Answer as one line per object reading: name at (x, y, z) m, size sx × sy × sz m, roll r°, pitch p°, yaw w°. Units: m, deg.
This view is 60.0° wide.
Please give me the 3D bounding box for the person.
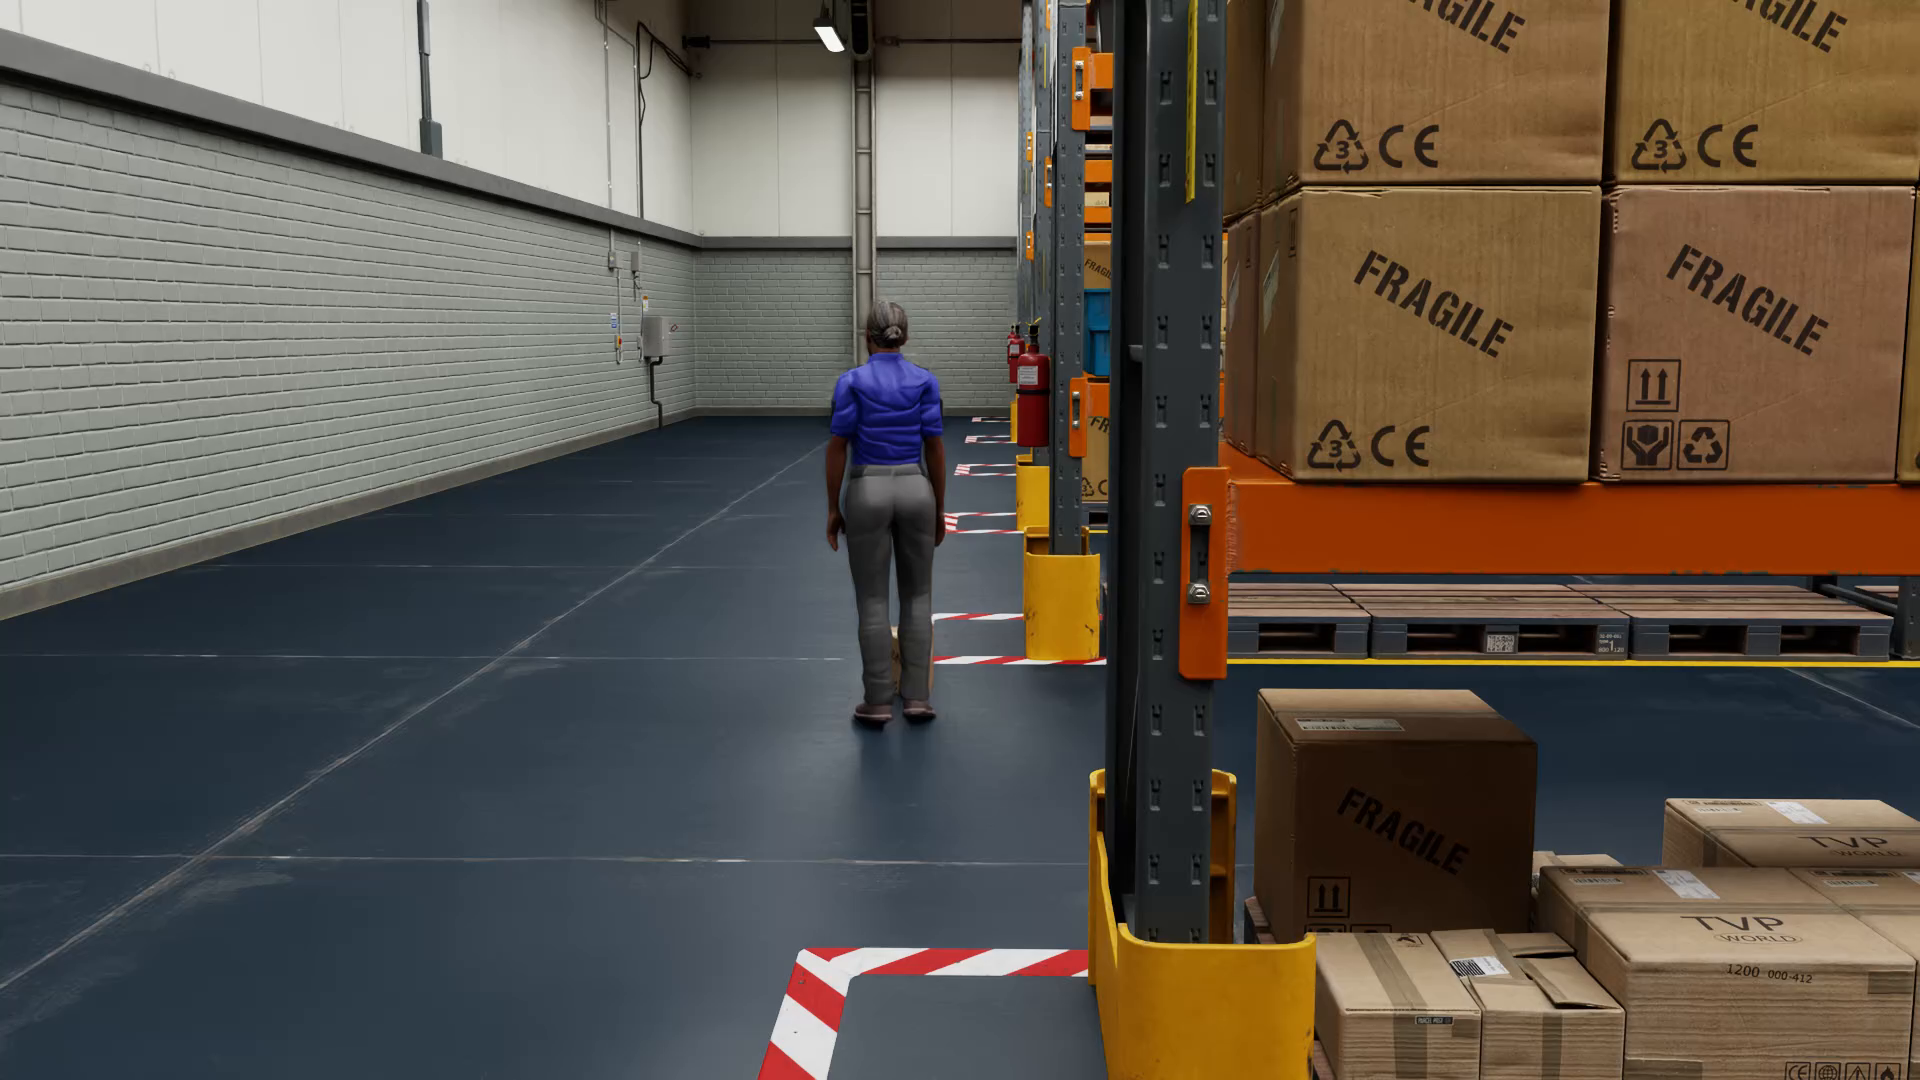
person at (-0.282, -0.101, 6.590) m, size 0.488 × 1.682 × 0.376 m, roll -2°, pitch 8°, yaw -13°
